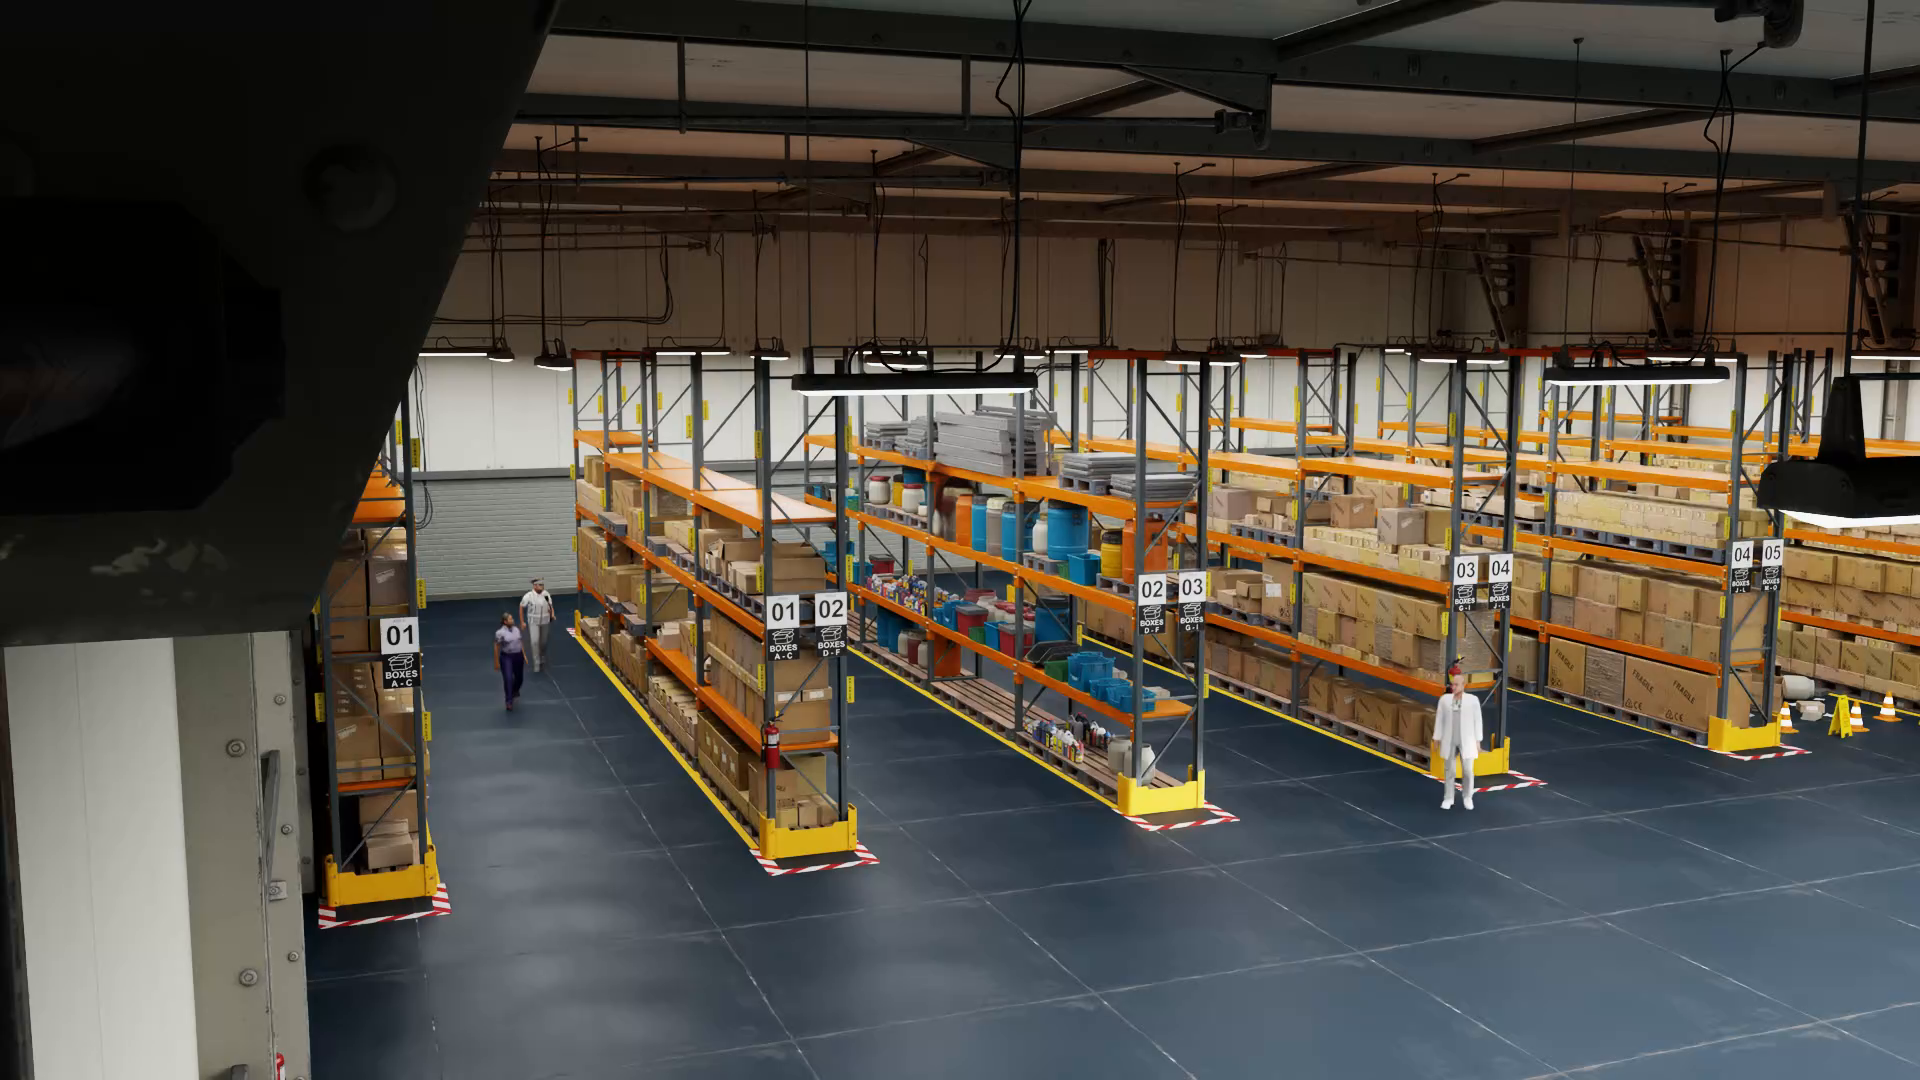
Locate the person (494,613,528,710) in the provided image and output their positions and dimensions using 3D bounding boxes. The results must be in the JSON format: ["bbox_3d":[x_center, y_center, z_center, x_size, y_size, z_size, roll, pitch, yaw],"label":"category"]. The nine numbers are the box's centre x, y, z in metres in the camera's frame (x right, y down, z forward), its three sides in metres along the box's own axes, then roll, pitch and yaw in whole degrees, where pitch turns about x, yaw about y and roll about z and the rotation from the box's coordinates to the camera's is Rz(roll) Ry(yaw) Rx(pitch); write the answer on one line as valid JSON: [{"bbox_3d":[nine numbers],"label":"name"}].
[{"bbox_3d":[-7.651,2.023,28.289,0.553,1.596,0.932,-3,8,-26],"label":"person"}]

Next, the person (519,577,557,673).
[{"bbox_3d":[-7.993,1.584,31.490,0.658,1.789,0.923,-3,8,-20],"label":"person"}]

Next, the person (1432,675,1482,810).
[{"bbox_3d":[6.632,2.687,22.195,0.636,1.783,0.468,4,8,27],"label":"person"}]
